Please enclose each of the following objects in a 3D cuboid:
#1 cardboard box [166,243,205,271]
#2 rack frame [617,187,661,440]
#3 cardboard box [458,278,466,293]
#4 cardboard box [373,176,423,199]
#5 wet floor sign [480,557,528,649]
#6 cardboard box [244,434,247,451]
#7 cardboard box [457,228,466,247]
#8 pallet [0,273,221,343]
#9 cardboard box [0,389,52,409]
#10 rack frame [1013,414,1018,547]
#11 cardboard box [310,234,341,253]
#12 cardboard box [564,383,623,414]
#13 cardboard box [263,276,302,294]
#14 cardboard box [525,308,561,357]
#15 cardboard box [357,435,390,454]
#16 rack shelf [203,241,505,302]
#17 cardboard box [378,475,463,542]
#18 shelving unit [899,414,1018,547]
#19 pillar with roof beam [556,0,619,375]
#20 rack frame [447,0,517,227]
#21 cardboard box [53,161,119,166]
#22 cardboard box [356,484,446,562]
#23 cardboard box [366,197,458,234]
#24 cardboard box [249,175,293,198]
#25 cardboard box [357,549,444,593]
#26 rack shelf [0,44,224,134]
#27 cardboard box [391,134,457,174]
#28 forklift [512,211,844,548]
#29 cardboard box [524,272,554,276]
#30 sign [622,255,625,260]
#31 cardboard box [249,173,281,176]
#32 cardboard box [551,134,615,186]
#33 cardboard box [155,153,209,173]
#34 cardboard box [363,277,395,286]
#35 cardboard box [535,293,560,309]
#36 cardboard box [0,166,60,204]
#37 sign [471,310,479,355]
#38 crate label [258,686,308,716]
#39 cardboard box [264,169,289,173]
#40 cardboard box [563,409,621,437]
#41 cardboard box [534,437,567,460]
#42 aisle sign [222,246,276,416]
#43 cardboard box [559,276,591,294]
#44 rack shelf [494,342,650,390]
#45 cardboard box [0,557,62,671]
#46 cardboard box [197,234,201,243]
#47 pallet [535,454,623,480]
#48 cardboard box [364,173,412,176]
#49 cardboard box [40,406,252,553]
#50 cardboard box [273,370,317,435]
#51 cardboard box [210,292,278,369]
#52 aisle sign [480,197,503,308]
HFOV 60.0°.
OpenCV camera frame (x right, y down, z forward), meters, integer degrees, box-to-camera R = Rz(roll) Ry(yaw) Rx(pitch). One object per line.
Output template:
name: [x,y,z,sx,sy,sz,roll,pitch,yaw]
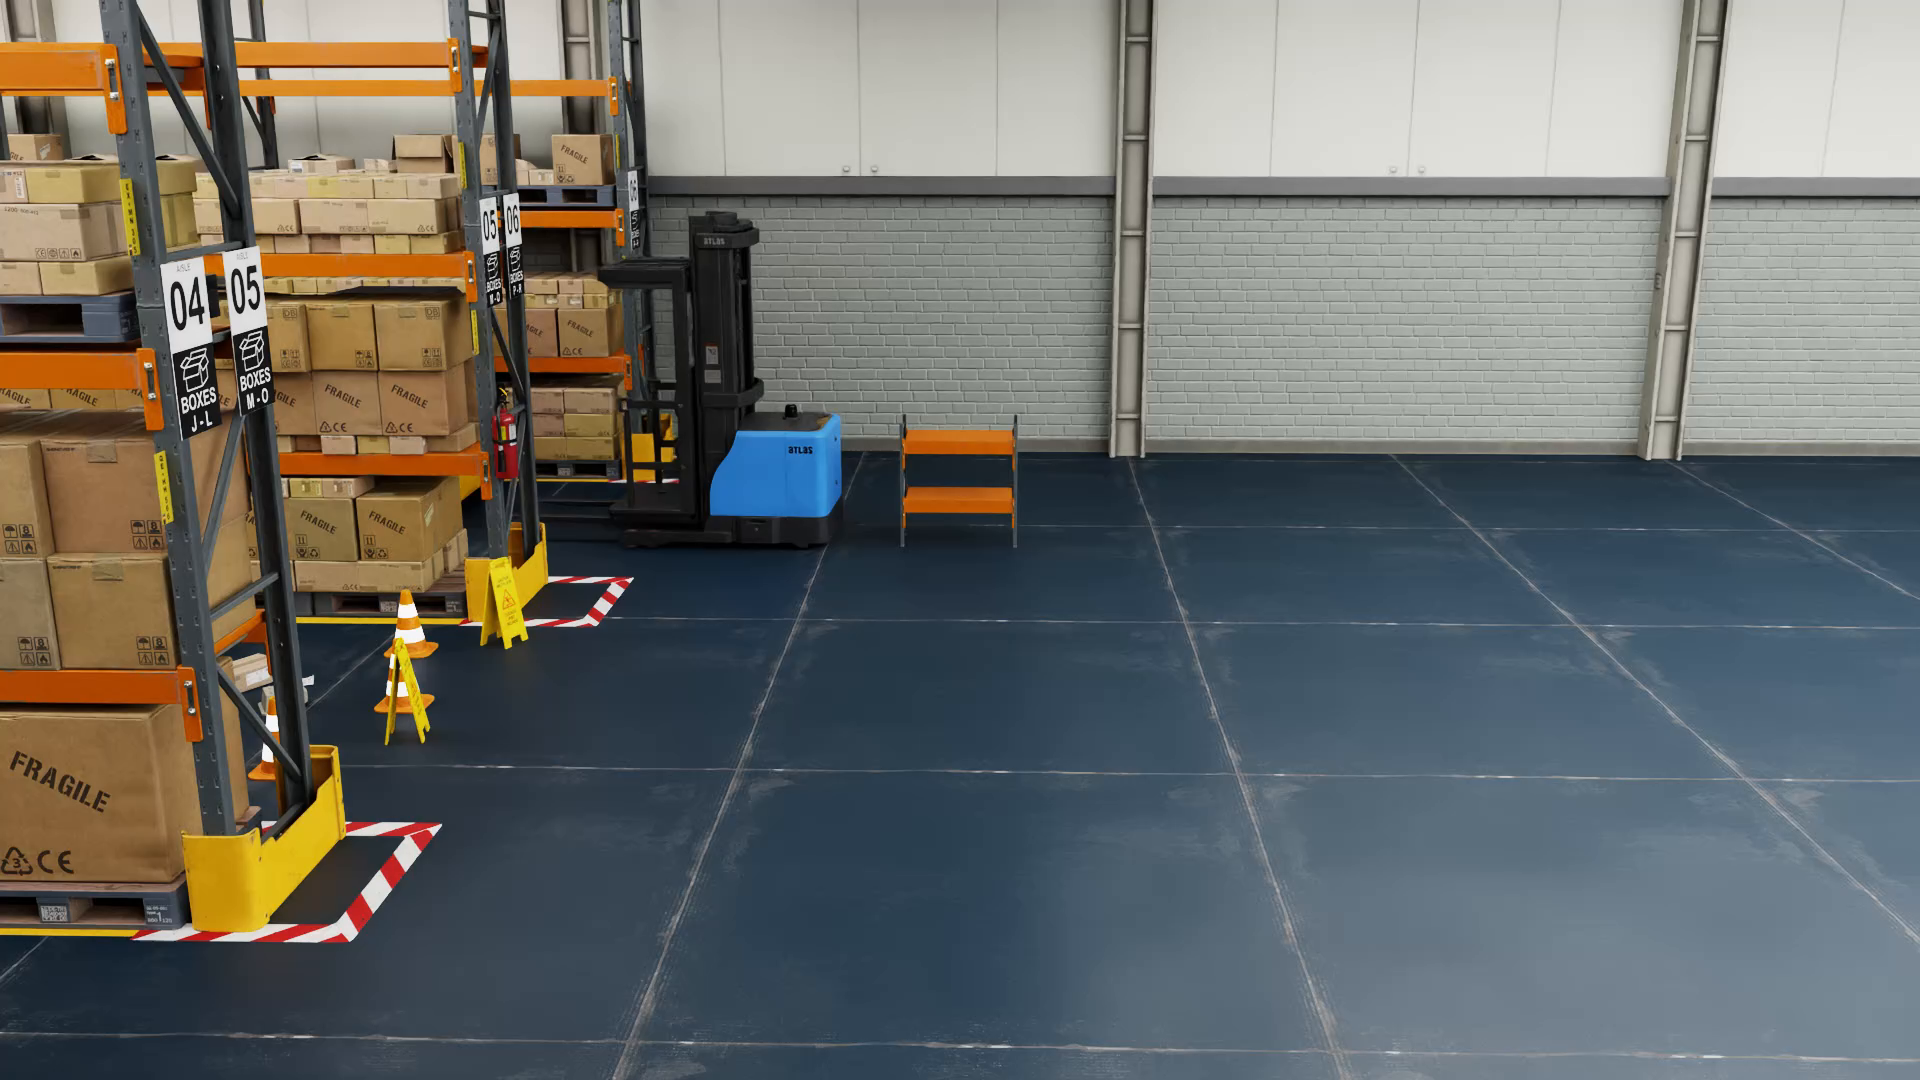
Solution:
cardboard box: [-3.912,-1.365,8.136,0.250,0.149,0.380,0,15,2]
rack frame: [-3.429,-2.229,17.820,0.127,3.000,1.000,0,15,1]
cardboard box: [-5.070,-2.667,17.426,0.250,0.149,0.380,1,15,3]
cardboard box: [-4.154,-2.616,12.336,0.250,0.149,0.380,1,15,2]
wet floor sign: [-3.389,0.449,12.283,0.232,0.644,0.267,6,16,21]
cardboard box: [-5.458,-0.805,12.913,0.250,0.149,0.380,0,15,1]
cardboard box: [-3.875,-2.377,12.994,0.250,0.149,0.380,0,15,1]
pallet: [-4.319,-1.110,7.872,1.213,0.211,1.003,0,15,1]
cardboard box: [-7.118,-1.108,12.790,0.500,0.500,0.500,0,15,1]
rack frame: [0.501,-0.541,15.094,0.032,1.125,0.500,0,15,1]
cardboard box: [-4.681,-2.246,12.495,0.250,0.149,0.380,0,15,2]
cardboard box: [-3.897,-1.510,17.700,0.500,0.250,0.500,1,15,3]
cardboard box: [-7.116,-2.684,17.491,0.250,0.149,0.380,1,15,3]
cardboard box: [-4.446,-2.220,17.587,0.500,0.500,0.500,1,15,3]
cardboard box: [-4.443,-0.770,12.783,0.250,0.149,0.380,0,15,0]
rack shelf: [-5.551,-2.079,12.781,4.000,0.370,1.077,0,15,1]
cardboard box: [-4.375,-0.275,13.511,0.500,0.500,0.500,0,15,0]
shelving unit: [-0.007,-0.544,15.107,1.048,1.125,0.538,0,15,1]
pillar with roof beam: [-4.212,-4.267,13.782,0.400,9.000,9.100,0,15,1]
rack frame: [-3.552,-3.864,12.257,0.127,3.000,1.000,0,15,1]
cardboard box: [-4.153,-1.752,8.039,0.250,0.149,0.380,0,15,2]
cardboard box: [-4.359,-0.138,12.991,0.500,0.500,0.500,0,15,2]
cardboard box: [-4.070,-2.420,12.373,0.500,0.250,0.500,0,15,1]
cardboard box: [-5.167,-2.640,12.426,0.250,0.149,0.380,0,15,0]
cardboard box: [-4.391,0.226,13.080,0.500,0.250,0.500,0,15,1]
rack shelf: [-5.576,-2.073,7.662,4.000,0.370,1.077,0,15,1]
cardboard box: [-5.482,-3.968,17.307,0.637,0.503,0.797,1,15,3]
forklift: [-2.646,-1.476,15.098,3.031,2.935,1.130,1,15,4]
cardboard box: [-4.531,-2.806,17.954,0.250,0.149,0.380,0,15,2]
sign: [-3.456,-2.765,17.118,0.005,0.325,0.100,0,15,1]
cardboard box: [-5.422,-2.750,12.844,0.250,0.149,0.380,1,15,3]
cardboard box: [-3.877,-3.920,17.134,0.500,0.500,0.500,1,15,3]
cardboard box: [-8.157,-3.857,17.264,0.500,0.311,0.500,0,15,0]
cardboard box: [-6.082,-2.683,17.488,0.250,0.149,0.380,0,15,1]
cardboard box: [-4.296,-2.534,17.506,0.250,0.149,0.380,1,15,2]
cardboard box: [-4.172,-1.584,7.404,0.250,0.149,0.380,0,15,2]
sign: [-3.586,-1.535,12.298,0.005,0.325,0.100,0,15,1]
crate label: [-4.490,1.043,11.029,0.298,0.136,0.250,-8,17,-28]
cardboard box: [-6.986,-3.755,17.197,0.250,0.149,0.380,1,15,3]
cardboard box: [-3.923,-1.268,17.763,0.500,0.250,0.500,0,15,1]
cardboard box: [-4.403,-1.031,17.845,0.500,0.250,0.500,0,15,1]
aisle sign: [-3.498,-1.034,8.192,0.004,0.787,0.394,0,15,1]
cardboard box: [-4.039,-2.677,17.468,0.250,0.149,0.380,0,15,2]
rack shelf: [-5.428,-1.895,17.961,4.000,0.370,1.077,0,15,1]
cardboard box: [-4.499,0.238,8.174,0.550,0.550,0.875,0,15,1]
cardboard box: [-5.701,-2.244,12.486,0.250,0.149,0.380,0,15,2]
pallet: [-4.194,-0.875,18.154,1.213,0.211,1.003,0,15,1]
cardboard box: [-4.402,-2.747,12.832,0.250,0.149,0.380,0,15,1]
cardboard box: [-3.947,-0.307,8.125,0.550,0.550,0.875,0,15,1]
cardboard box: [-5.102,-1.098,12.751,0.500,0.500,0.500,0,15,1]
cardboard box: [-5.581,-1.608,12.725,0.500,0.500,0.700,0,15,1]
aisle sign: [-3.497,-2.146,12.409,0.004,0.787,0.394,0,15,1]
